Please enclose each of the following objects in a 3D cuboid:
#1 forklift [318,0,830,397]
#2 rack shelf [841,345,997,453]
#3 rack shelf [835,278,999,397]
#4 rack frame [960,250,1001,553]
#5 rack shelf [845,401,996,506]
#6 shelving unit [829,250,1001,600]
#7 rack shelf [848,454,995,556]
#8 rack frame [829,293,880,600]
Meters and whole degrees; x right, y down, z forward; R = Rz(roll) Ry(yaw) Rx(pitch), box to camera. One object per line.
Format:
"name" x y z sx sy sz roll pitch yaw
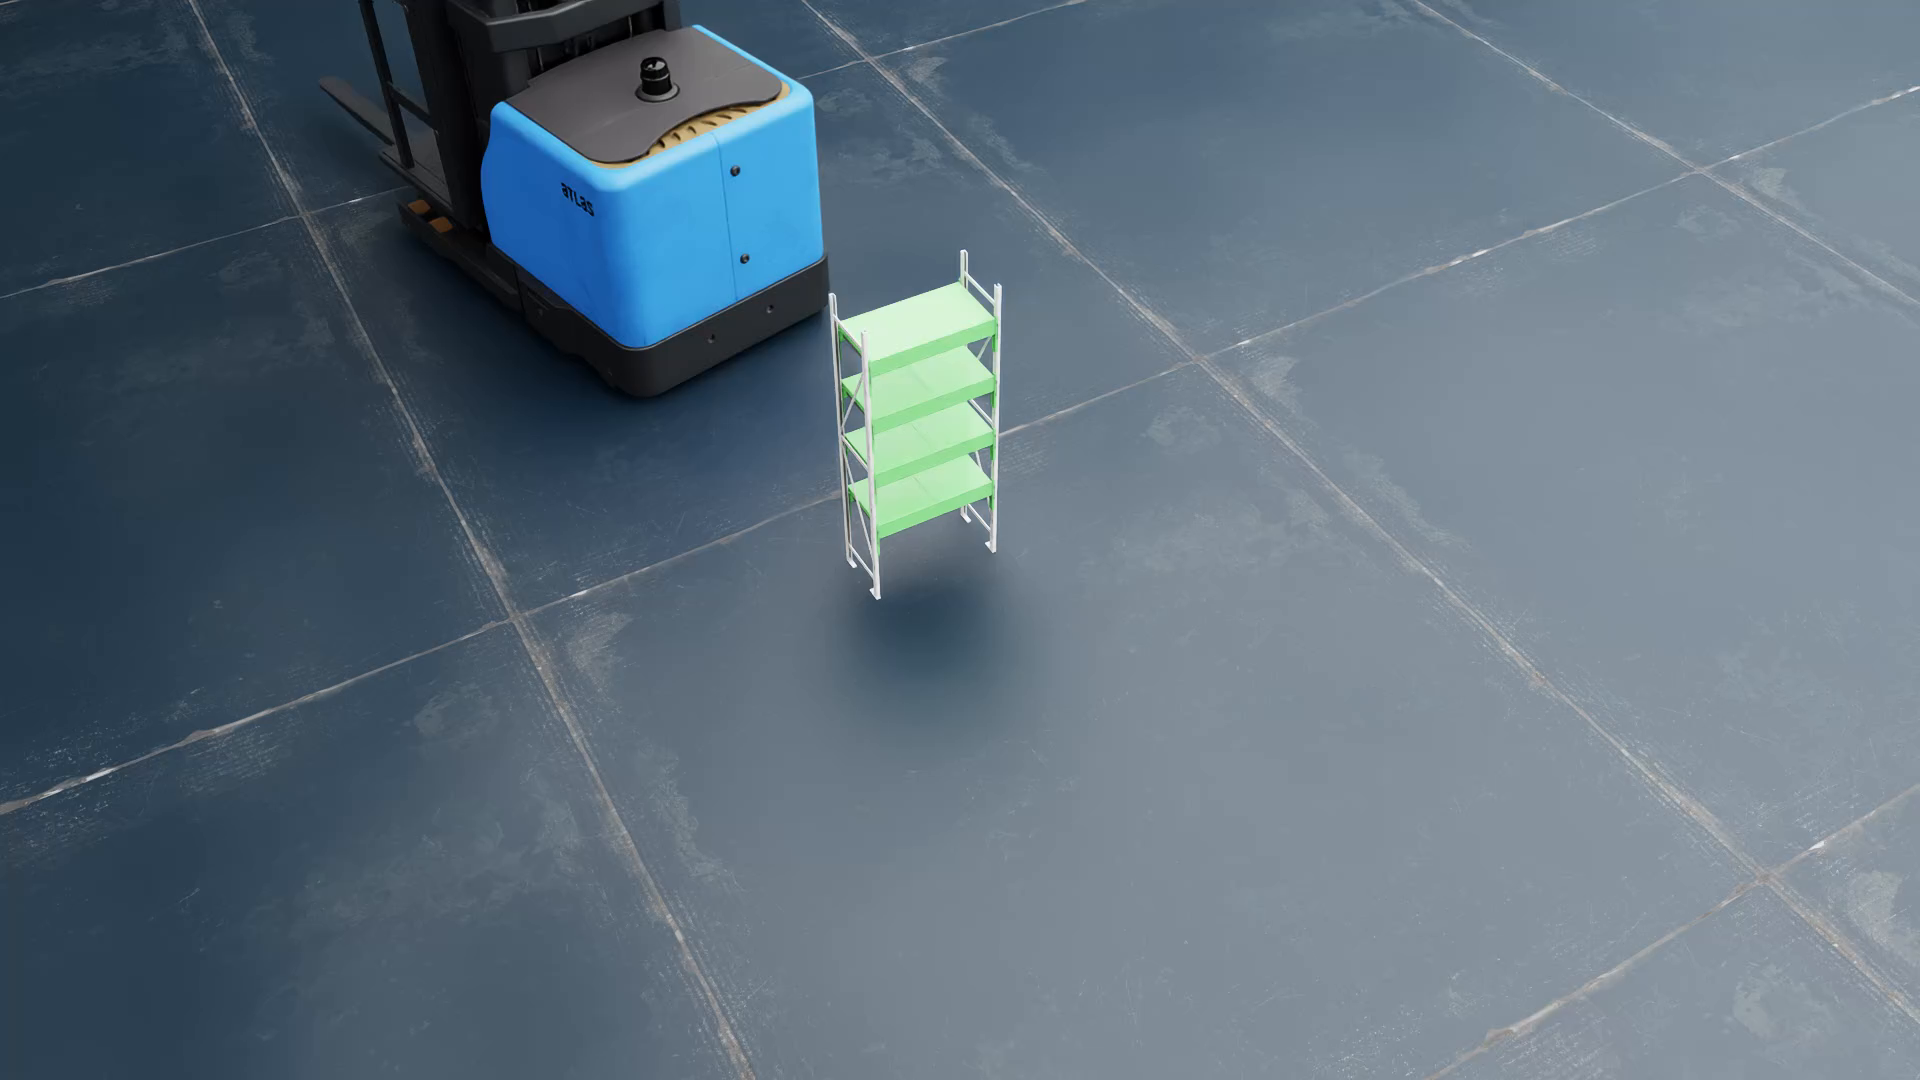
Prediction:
"forklift" -1.932 -2.571 6.795 1.130 2.935 3.031 -33 53 -29
"rack shelf" -0.144 -0.500 5.650 0.480 0.148 0.258 -22 48 -21
"rack shelf" -0.144 -0.672 5.483 0.480 0.148 0.258 -22 48 -21
"rack frame" 0.068 -0.458 5.860 0.015 1.200 0.240 -22 48 -21
"rack shelf" -0.144 -0.327 5.817 0.480 0.148 0.258 -22 48 -21
"shelving unit" -0.144 -0.373 5.773 0.503 1.200 0.258 -22 48 -21
"rack shelf" -0.144 -0.155 5.985 0.480 0.148 0.258 -22 48 -21
"rack frame" -0.355 -0.288 5.686 0.015 1.200 0.240 -22 48 -21
